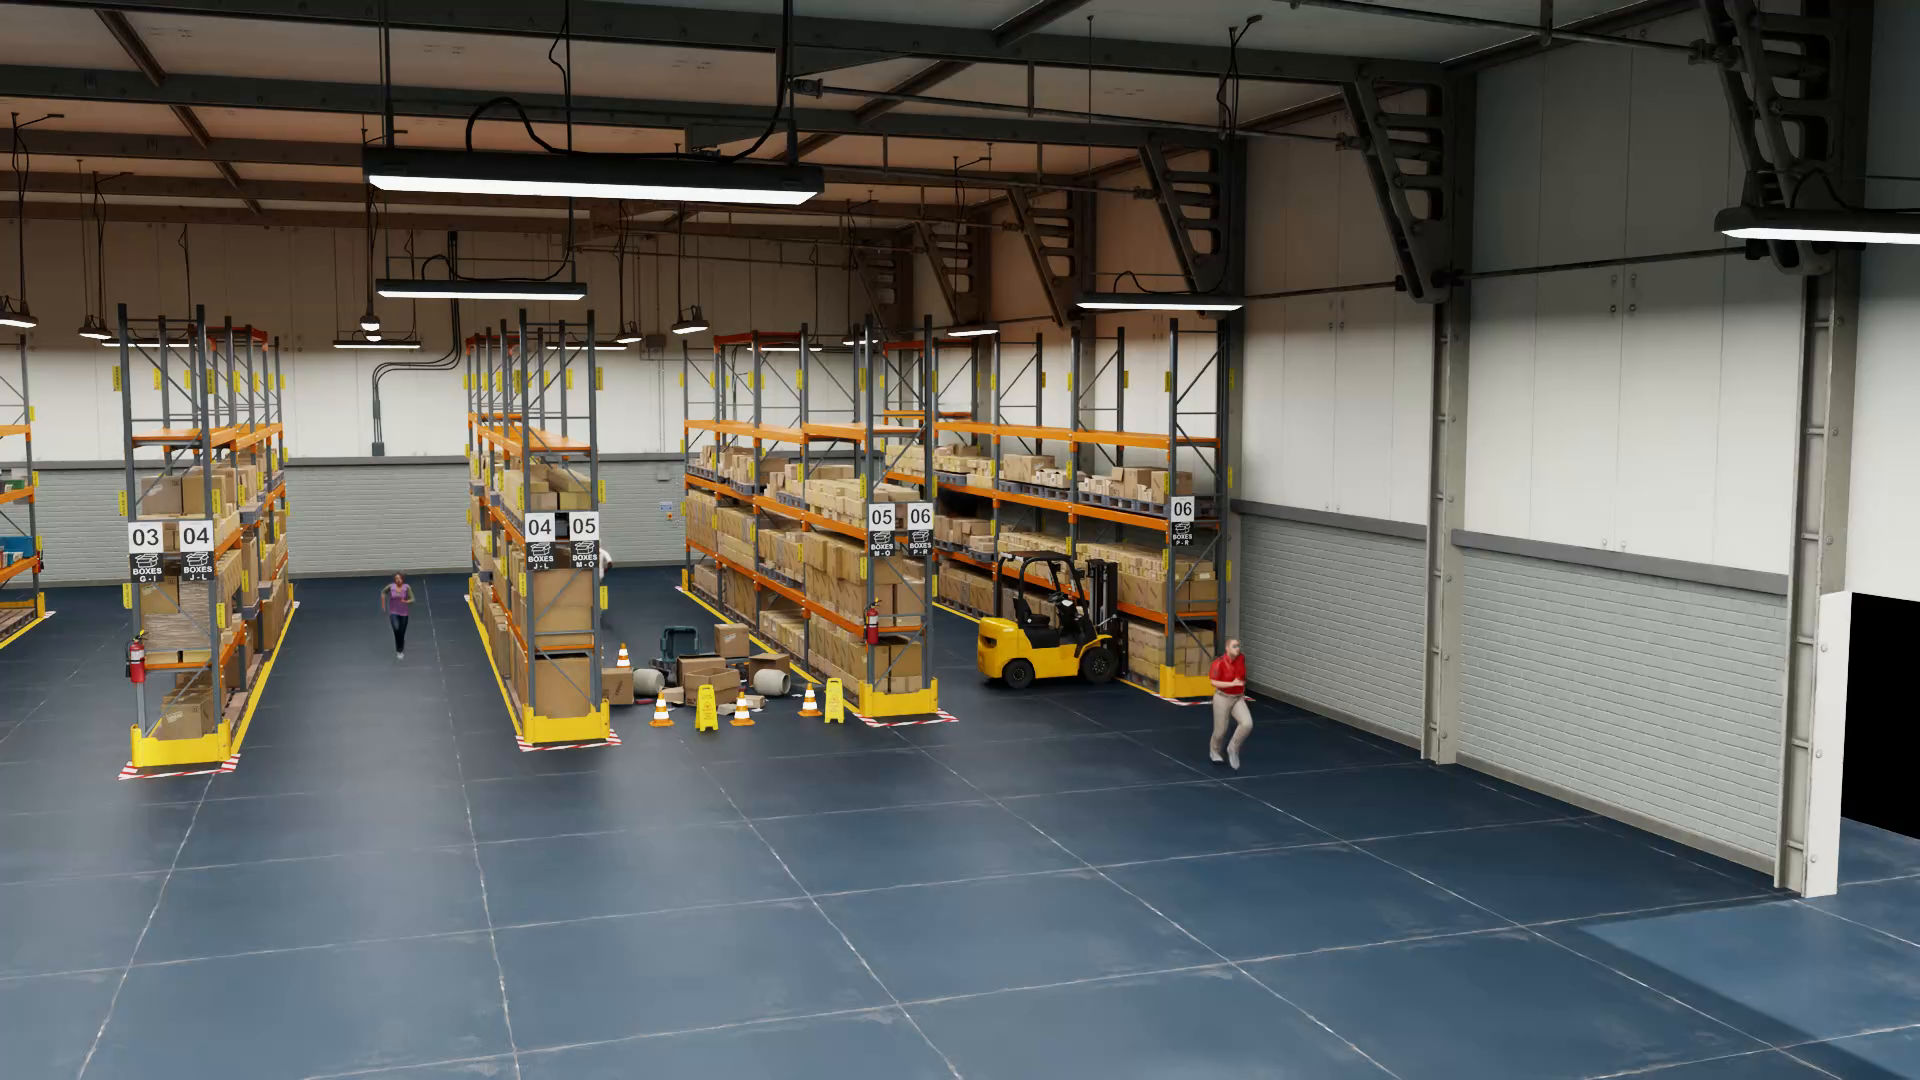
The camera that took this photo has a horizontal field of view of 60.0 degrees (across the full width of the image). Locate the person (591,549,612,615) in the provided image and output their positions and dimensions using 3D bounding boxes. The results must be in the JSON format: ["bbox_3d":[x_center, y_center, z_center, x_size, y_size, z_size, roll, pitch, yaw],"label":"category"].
[{"bbox_3d":[-7.821,0.788,35.580,0.715,1.723,0.758,-2,6,-24],"label":"person"}]

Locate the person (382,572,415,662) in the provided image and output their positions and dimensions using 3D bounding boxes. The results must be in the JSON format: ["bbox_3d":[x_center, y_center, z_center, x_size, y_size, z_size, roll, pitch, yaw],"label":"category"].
[{"bbox_3d":[-10.119,1.369,29.990,0.555,1.615,0.789,-2,6,-20],"label":"person"}]

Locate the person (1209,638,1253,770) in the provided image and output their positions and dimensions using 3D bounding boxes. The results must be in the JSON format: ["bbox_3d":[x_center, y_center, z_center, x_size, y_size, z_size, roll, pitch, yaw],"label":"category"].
[{"bbox_3d":[3.502,2.111,21.555,0.693,1.726,0.832,-3,6,-26],"label":"person"}]
